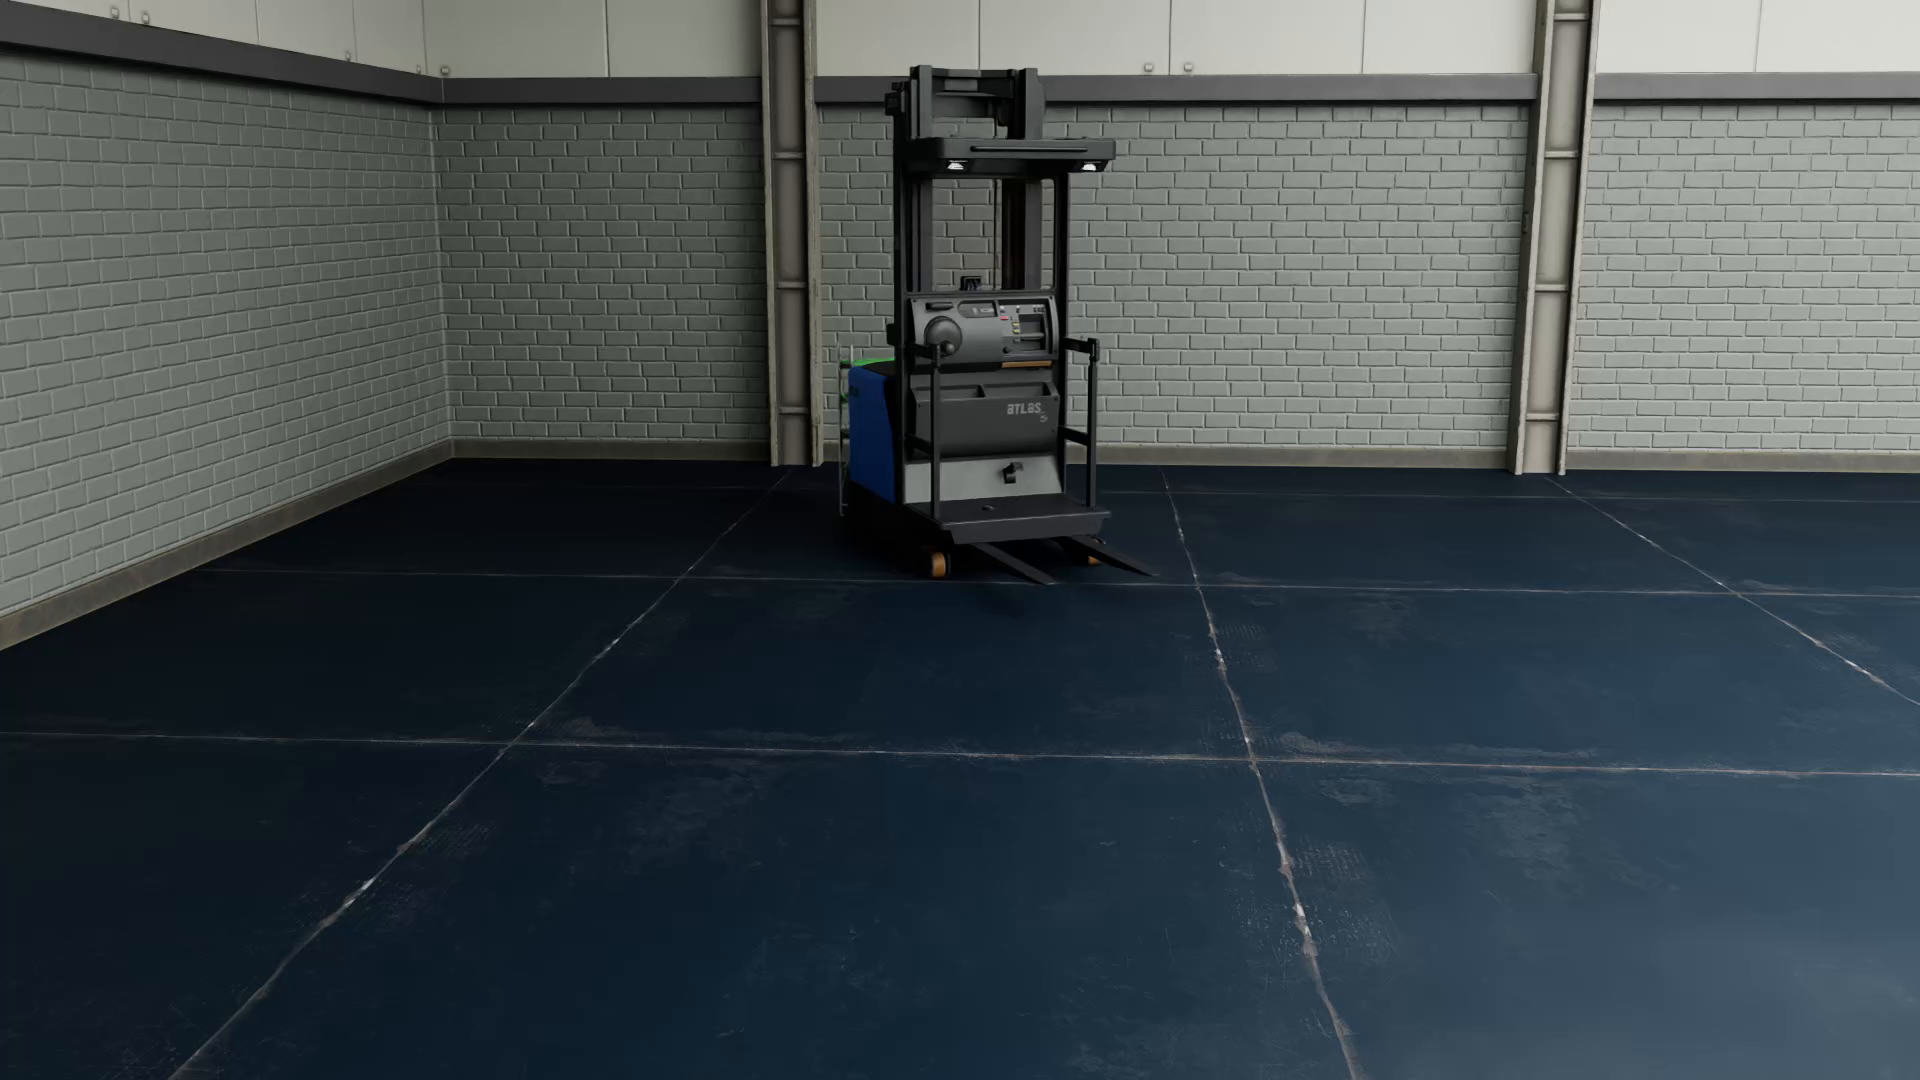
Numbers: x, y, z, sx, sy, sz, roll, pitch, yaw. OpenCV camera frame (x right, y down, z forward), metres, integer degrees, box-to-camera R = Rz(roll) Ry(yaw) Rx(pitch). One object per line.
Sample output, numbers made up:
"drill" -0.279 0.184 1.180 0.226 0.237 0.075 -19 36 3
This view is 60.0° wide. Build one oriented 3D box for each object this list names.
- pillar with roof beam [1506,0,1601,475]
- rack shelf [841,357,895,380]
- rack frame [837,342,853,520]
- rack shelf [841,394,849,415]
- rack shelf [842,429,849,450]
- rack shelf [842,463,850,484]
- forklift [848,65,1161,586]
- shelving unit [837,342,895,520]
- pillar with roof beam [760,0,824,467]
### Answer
"pillar with roof beam" 4.349 -4.079 8.287 0.400 9.000 9.100 1 12 4
"rack shelf" -0.560 -1.170 11.399 0.480 0.148 0.258 -6 13 -26
"rack frame" -0.778 -0.741 11.378 0.015 1.200 0.240 -6 13 -26
"rack shelf" -0.560 -0.935 11.448 0.480 0.148 0.258 -6 13 -26
"rack shelf" -0.560 -0.700 11.497 0.480 0.148 0.258 -6 13 -26
"rack shelf" -0.560 -0.466 11.547 0.480 0.148 0.258 -6 13 -26
"forklift" 0.228 -1.301 9.831 1.130 2.935 3.031 -4 13 -20
"shelving unit" -0.560 -0.763 11.484 0.503 1.200 0.258 -6 13 -26
"pillar with roof beam" -1.637 -4.161 8.680 0.400 9.000 9.100 1 12 4
